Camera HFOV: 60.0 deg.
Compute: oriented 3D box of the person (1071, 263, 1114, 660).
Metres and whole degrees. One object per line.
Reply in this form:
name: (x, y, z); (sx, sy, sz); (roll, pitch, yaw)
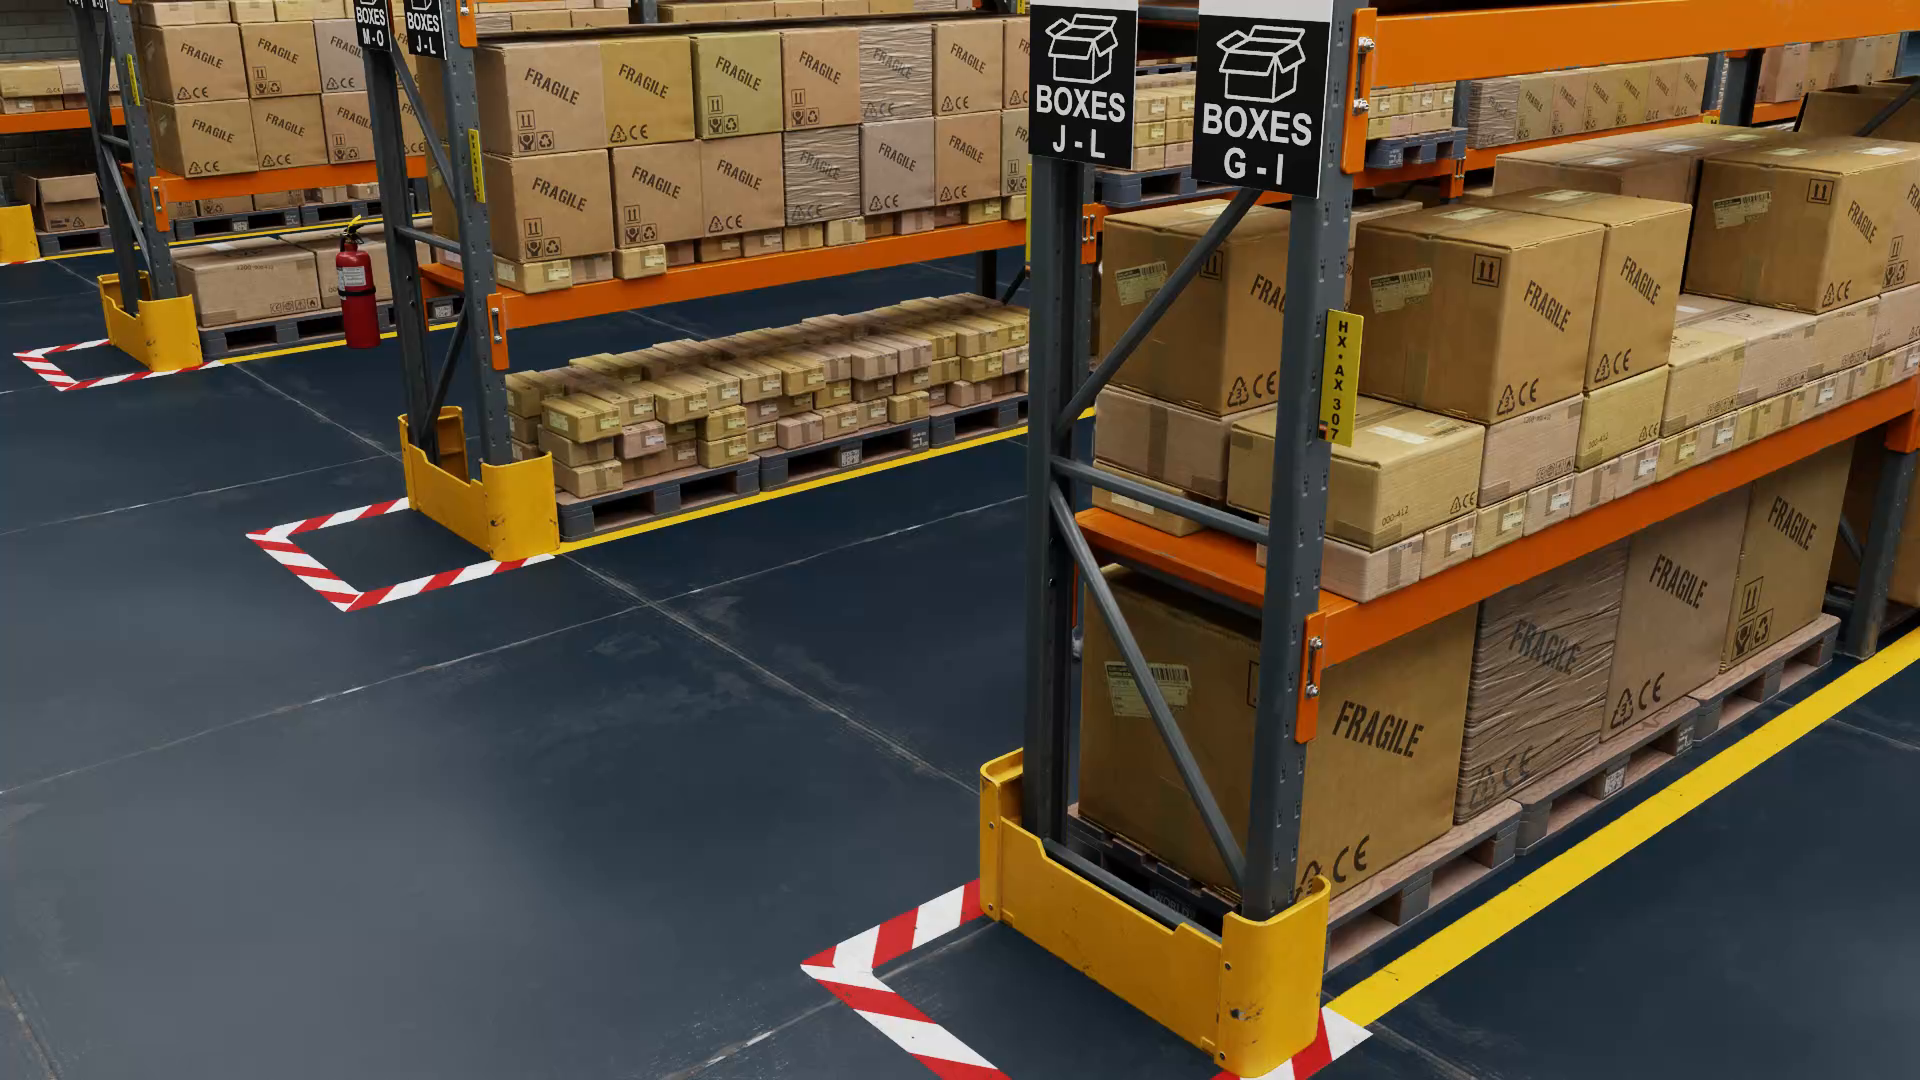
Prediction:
person: (0.787, -0.365, 6.979); (0.472, 1.789, 0.671); (14, 25, 33)
